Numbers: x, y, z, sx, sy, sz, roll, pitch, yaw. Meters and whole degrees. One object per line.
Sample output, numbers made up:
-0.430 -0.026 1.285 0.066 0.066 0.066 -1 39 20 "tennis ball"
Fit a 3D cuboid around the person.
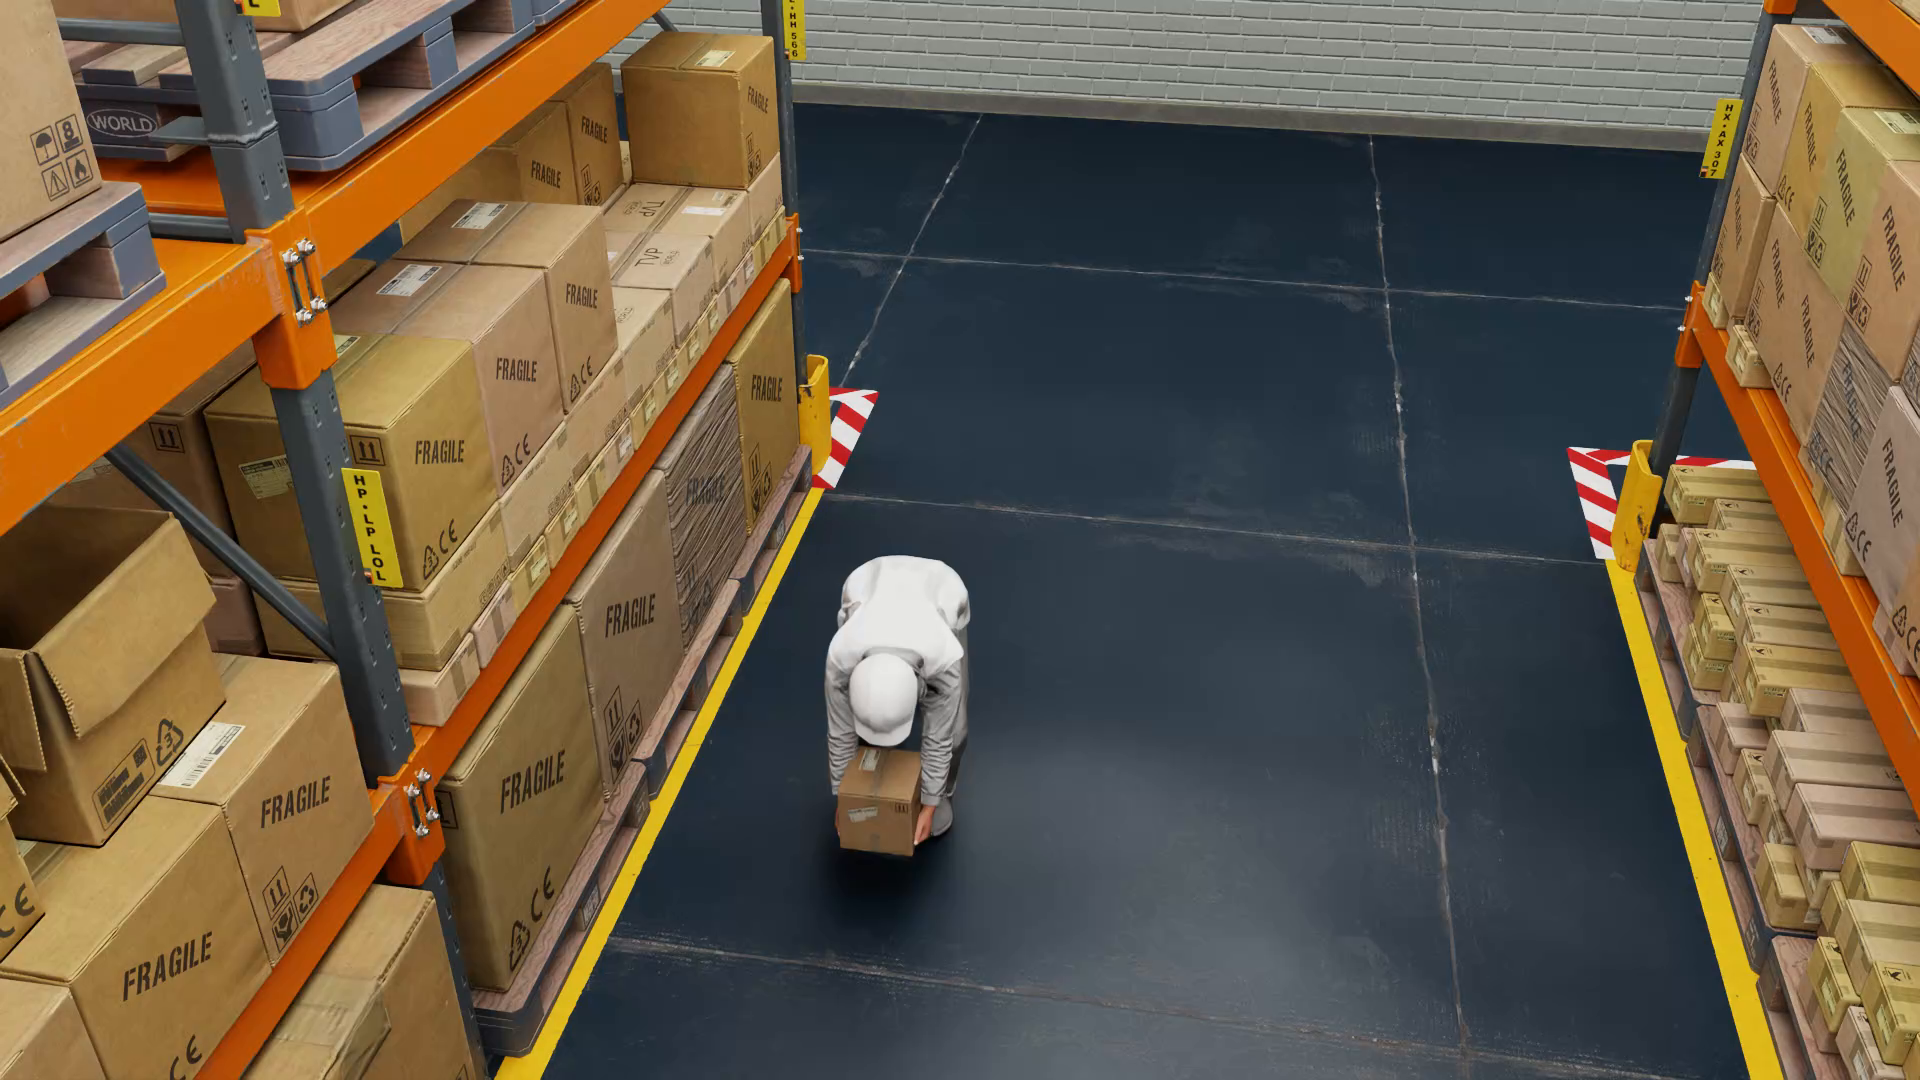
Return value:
-0.222 0.630 5.787 0.495 1.054 0.997 4 32 6 "person"
